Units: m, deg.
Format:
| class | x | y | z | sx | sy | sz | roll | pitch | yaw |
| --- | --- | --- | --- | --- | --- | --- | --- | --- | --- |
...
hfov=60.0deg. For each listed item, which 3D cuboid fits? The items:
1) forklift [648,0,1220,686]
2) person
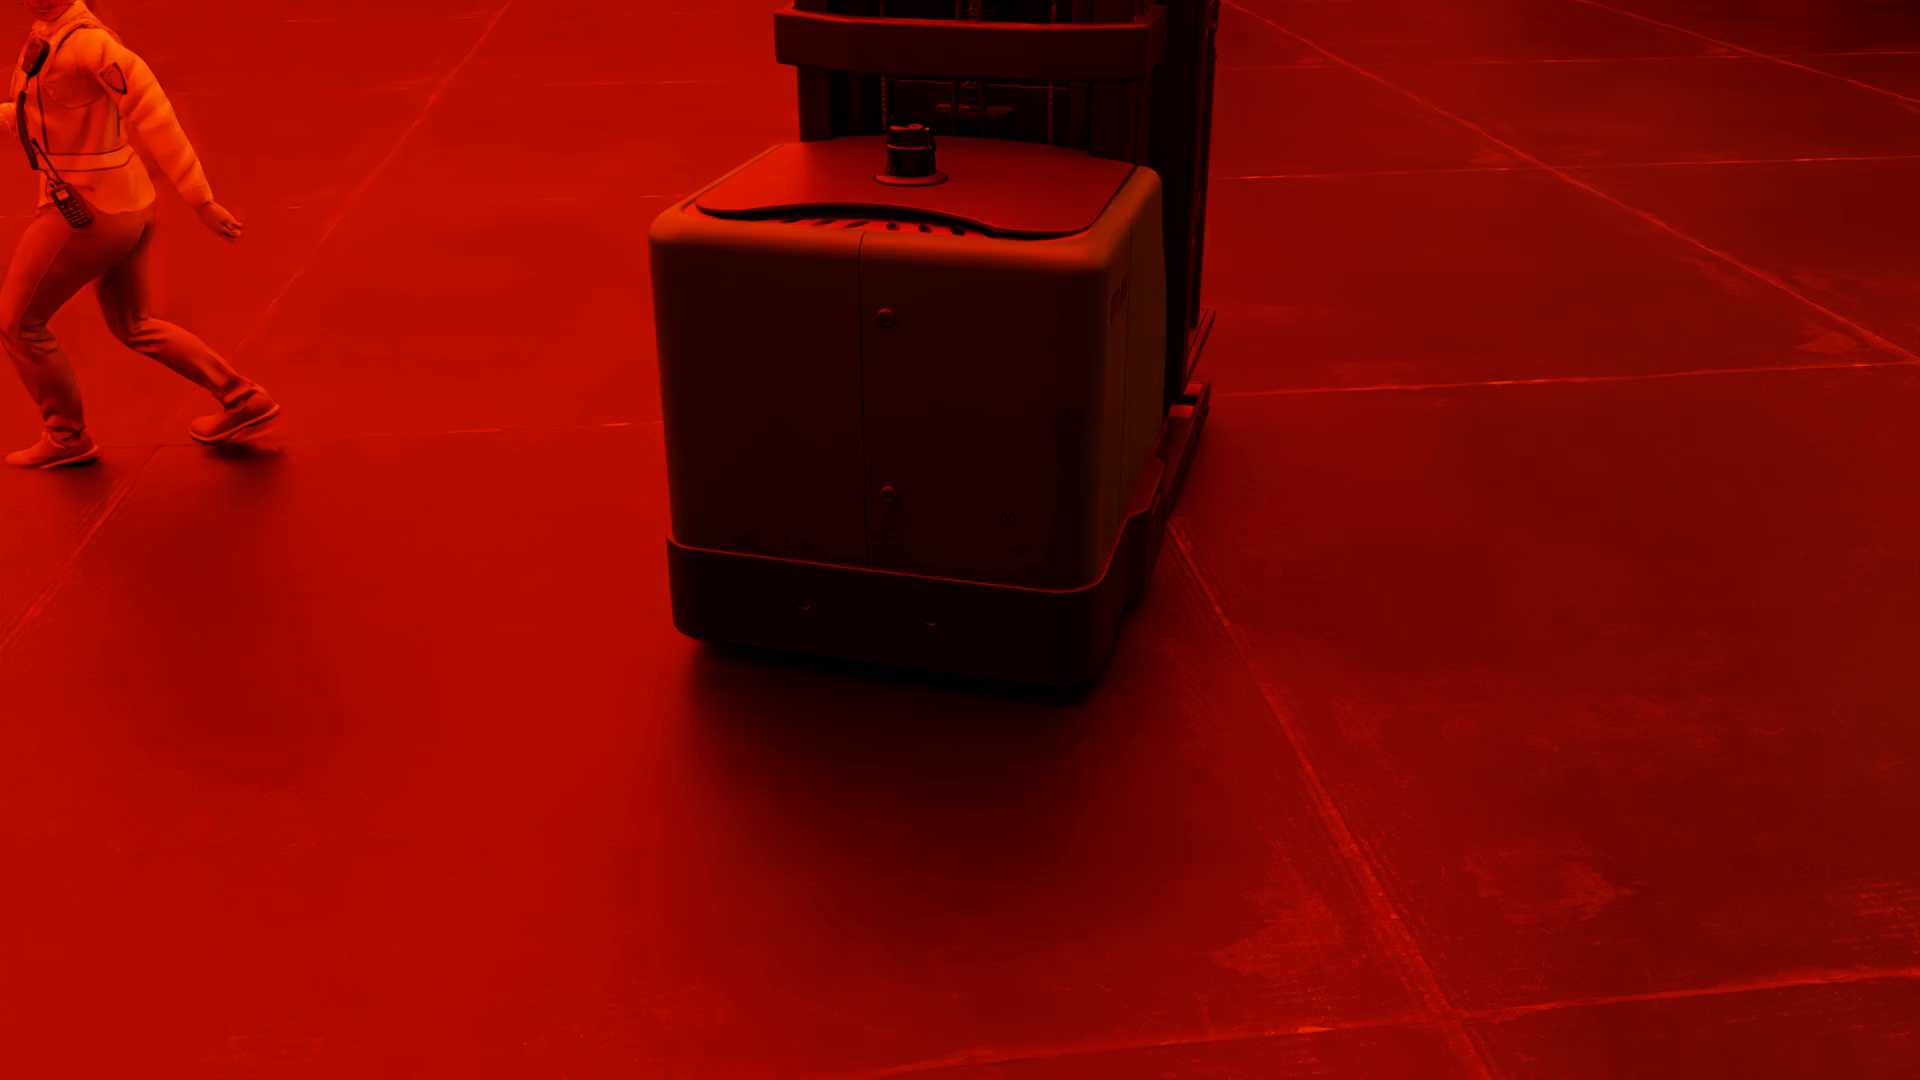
| class | x | y | z | sx | sy | sz | roll | pitch | yaw |
| --- | --- | --- | --- | --- | --- | --- | --- | --- | --- |
| forklift | 0.176 | -1.608 | 4.566 | 1.130 | 2.935 | 3.031 | 7 | 27 | 13 |
| person | -2.499 | -0.944 | 4.789 | 0.845 | 1.588 | 0.517 | -6 | 26 | -13 |
